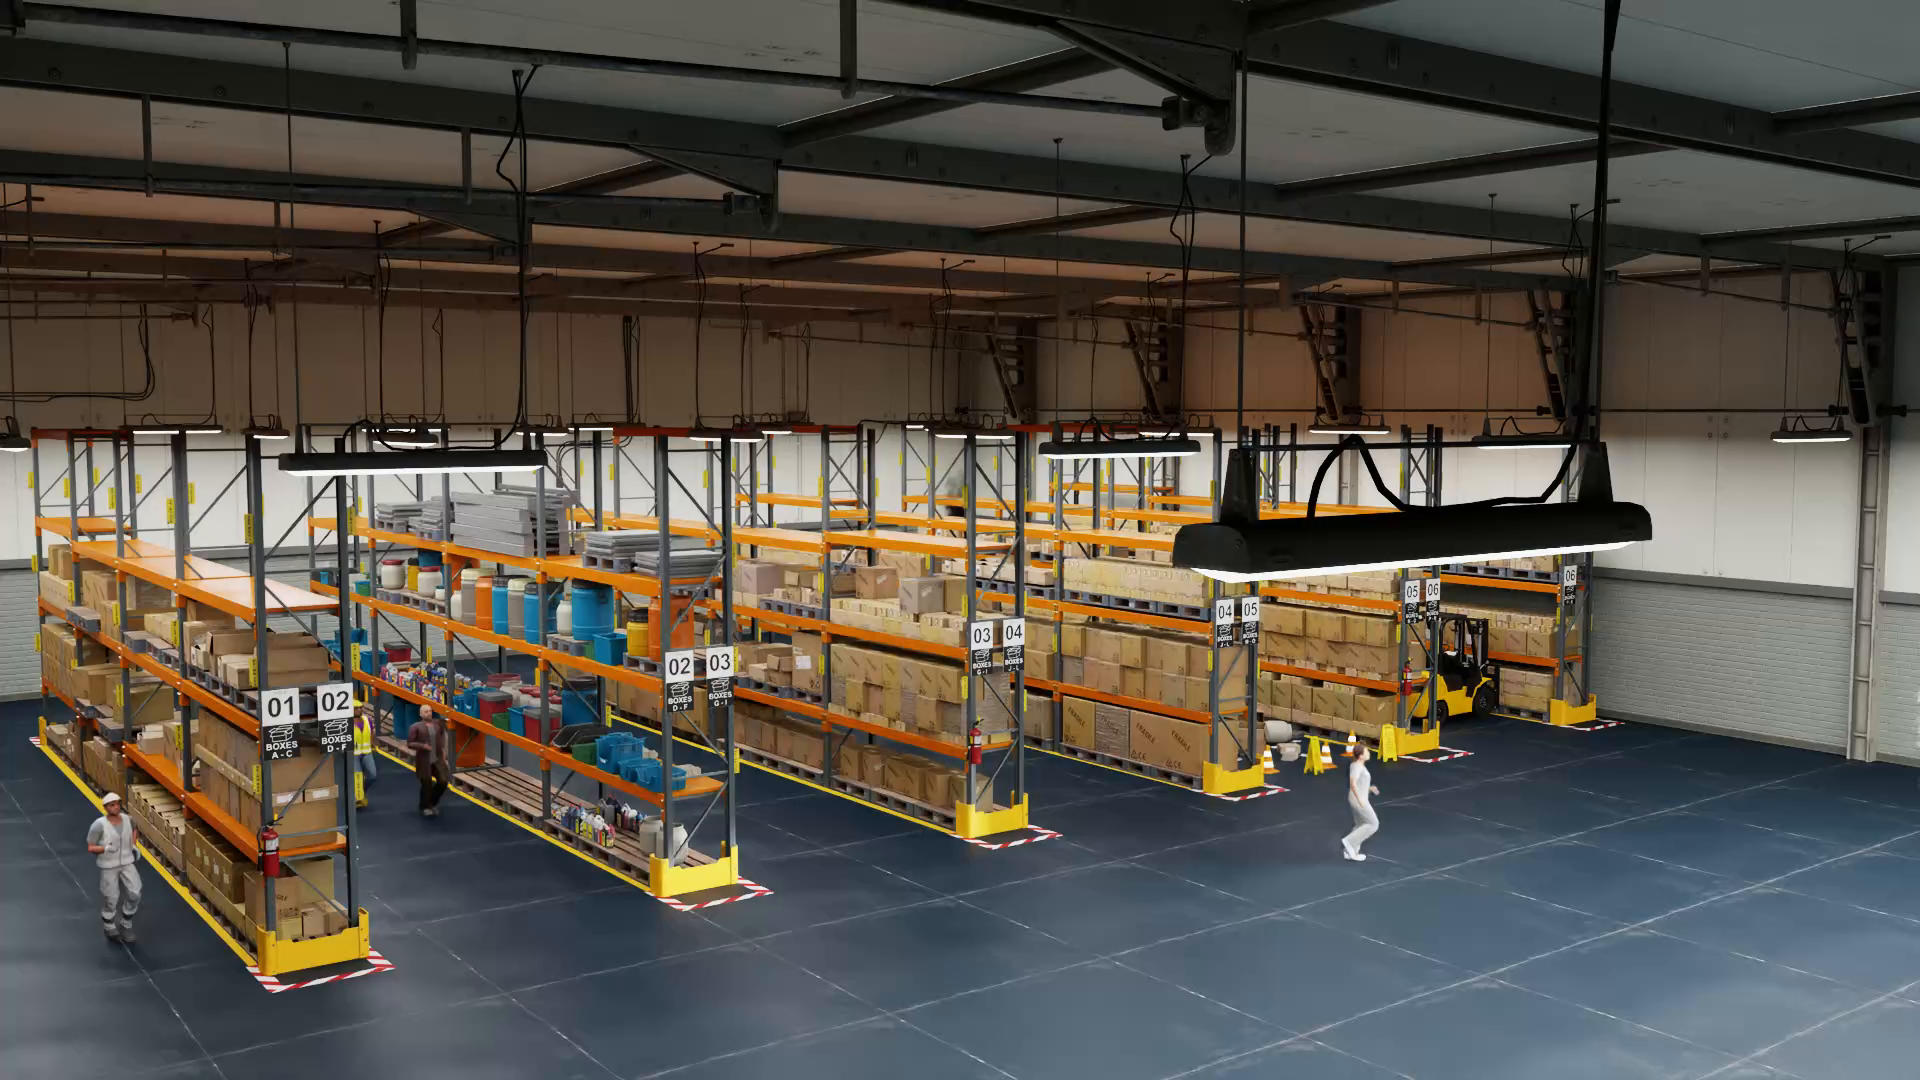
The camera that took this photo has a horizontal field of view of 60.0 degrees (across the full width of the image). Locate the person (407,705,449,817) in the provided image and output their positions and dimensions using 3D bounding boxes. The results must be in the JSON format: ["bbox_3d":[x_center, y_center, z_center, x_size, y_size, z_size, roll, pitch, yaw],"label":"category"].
[{"bbox_3d":[-8.183,3.435,25.734,0.693,1.768,0.681,-4,6,-42],"label":"person"}]

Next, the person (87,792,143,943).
[{"bbox_3d":[-9.975,3.895,19.710,0.681,1.809,0.635,4,6,43],"label":"person"}]

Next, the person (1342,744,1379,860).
[{"bbox_3d":[5.638,3.678,23.382,0.549,1.638,0.576,0,4,2],"label":"person"}]

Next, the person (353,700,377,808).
[{"bbox_3d":[-9.487,3.389,26.314,0.597,1.721,0.686,4,6,44],"label":"person"}]
